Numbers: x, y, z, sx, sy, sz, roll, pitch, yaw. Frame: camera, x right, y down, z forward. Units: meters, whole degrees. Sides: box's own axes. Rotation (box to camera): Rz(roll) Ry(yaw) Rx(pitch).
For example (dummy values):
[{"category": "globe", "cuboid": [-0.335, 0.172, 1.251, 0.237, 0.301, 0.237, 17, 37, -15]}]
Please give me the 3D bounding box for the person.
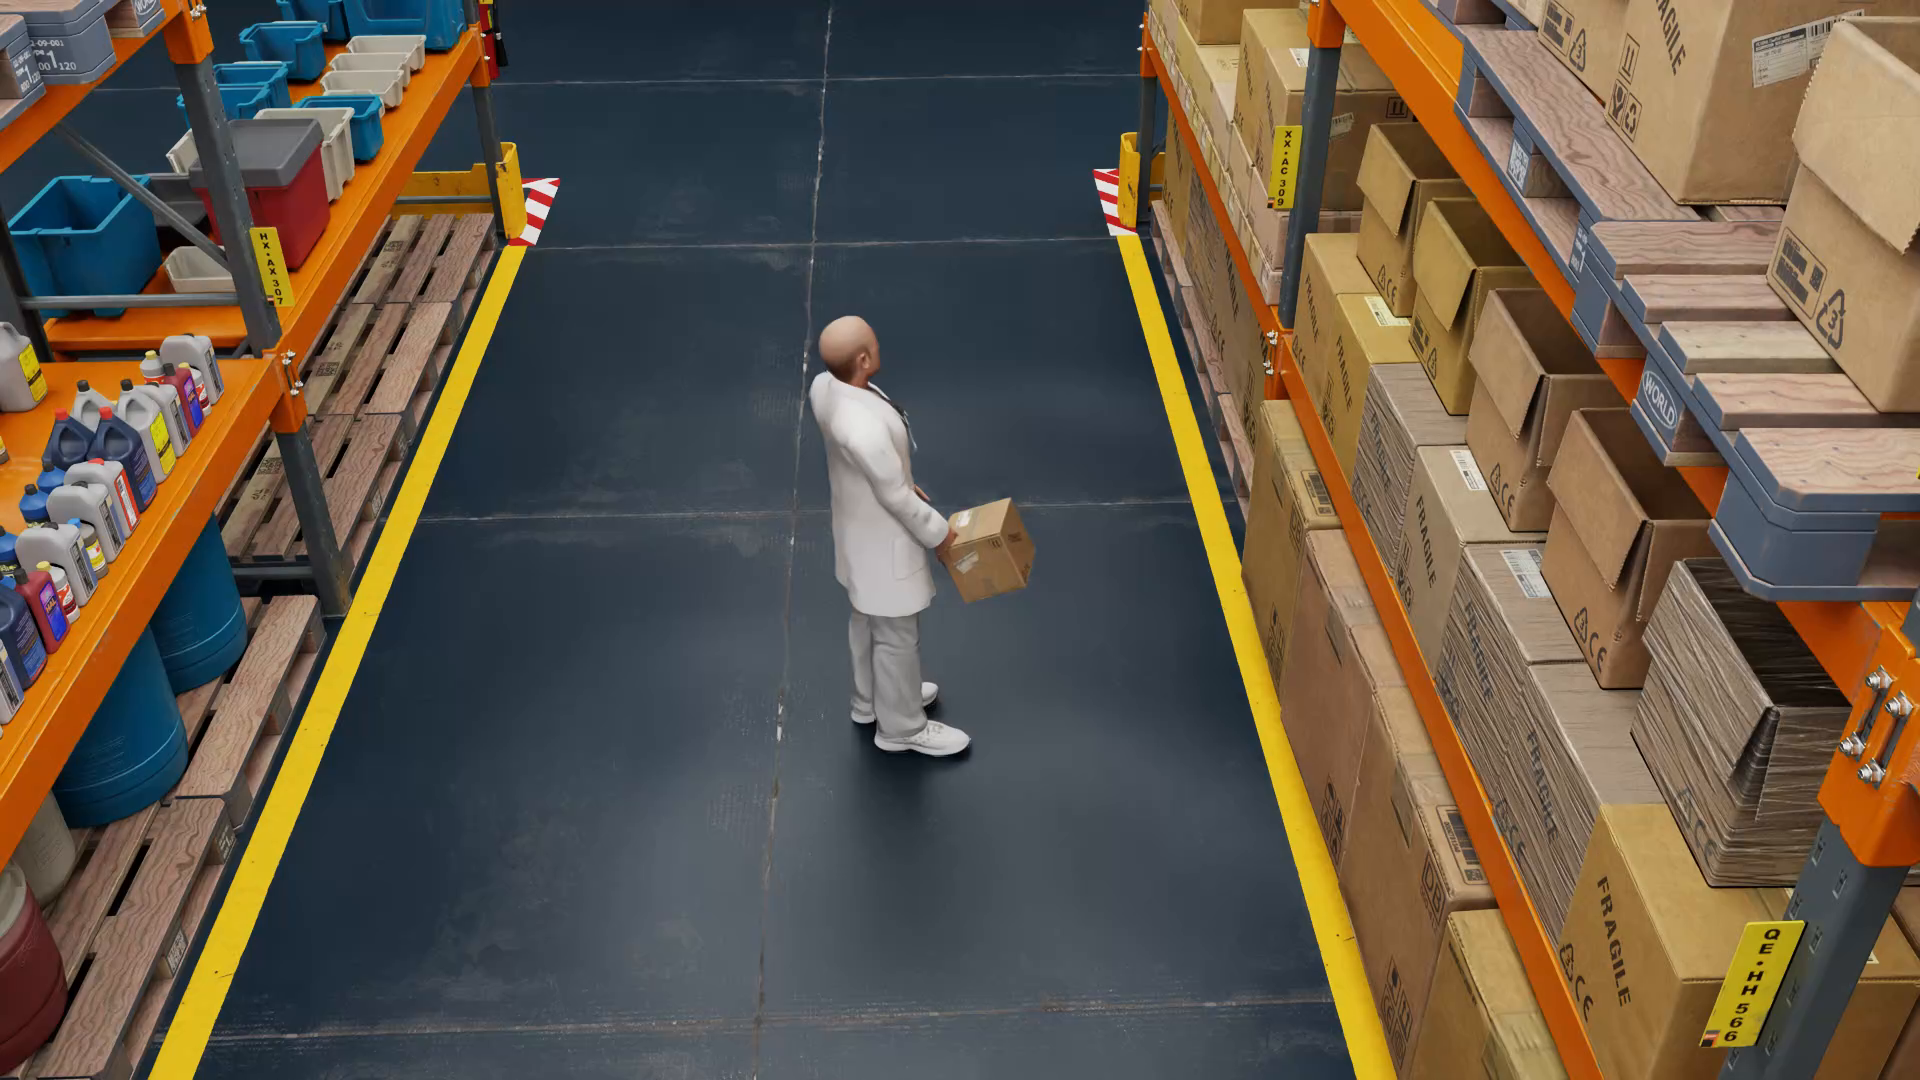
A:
[{"category": "person", "cuboid": [-0.256, -0.021, 6.174, 0.469, 1.783, 0.607, -13, 37, -18]}]
